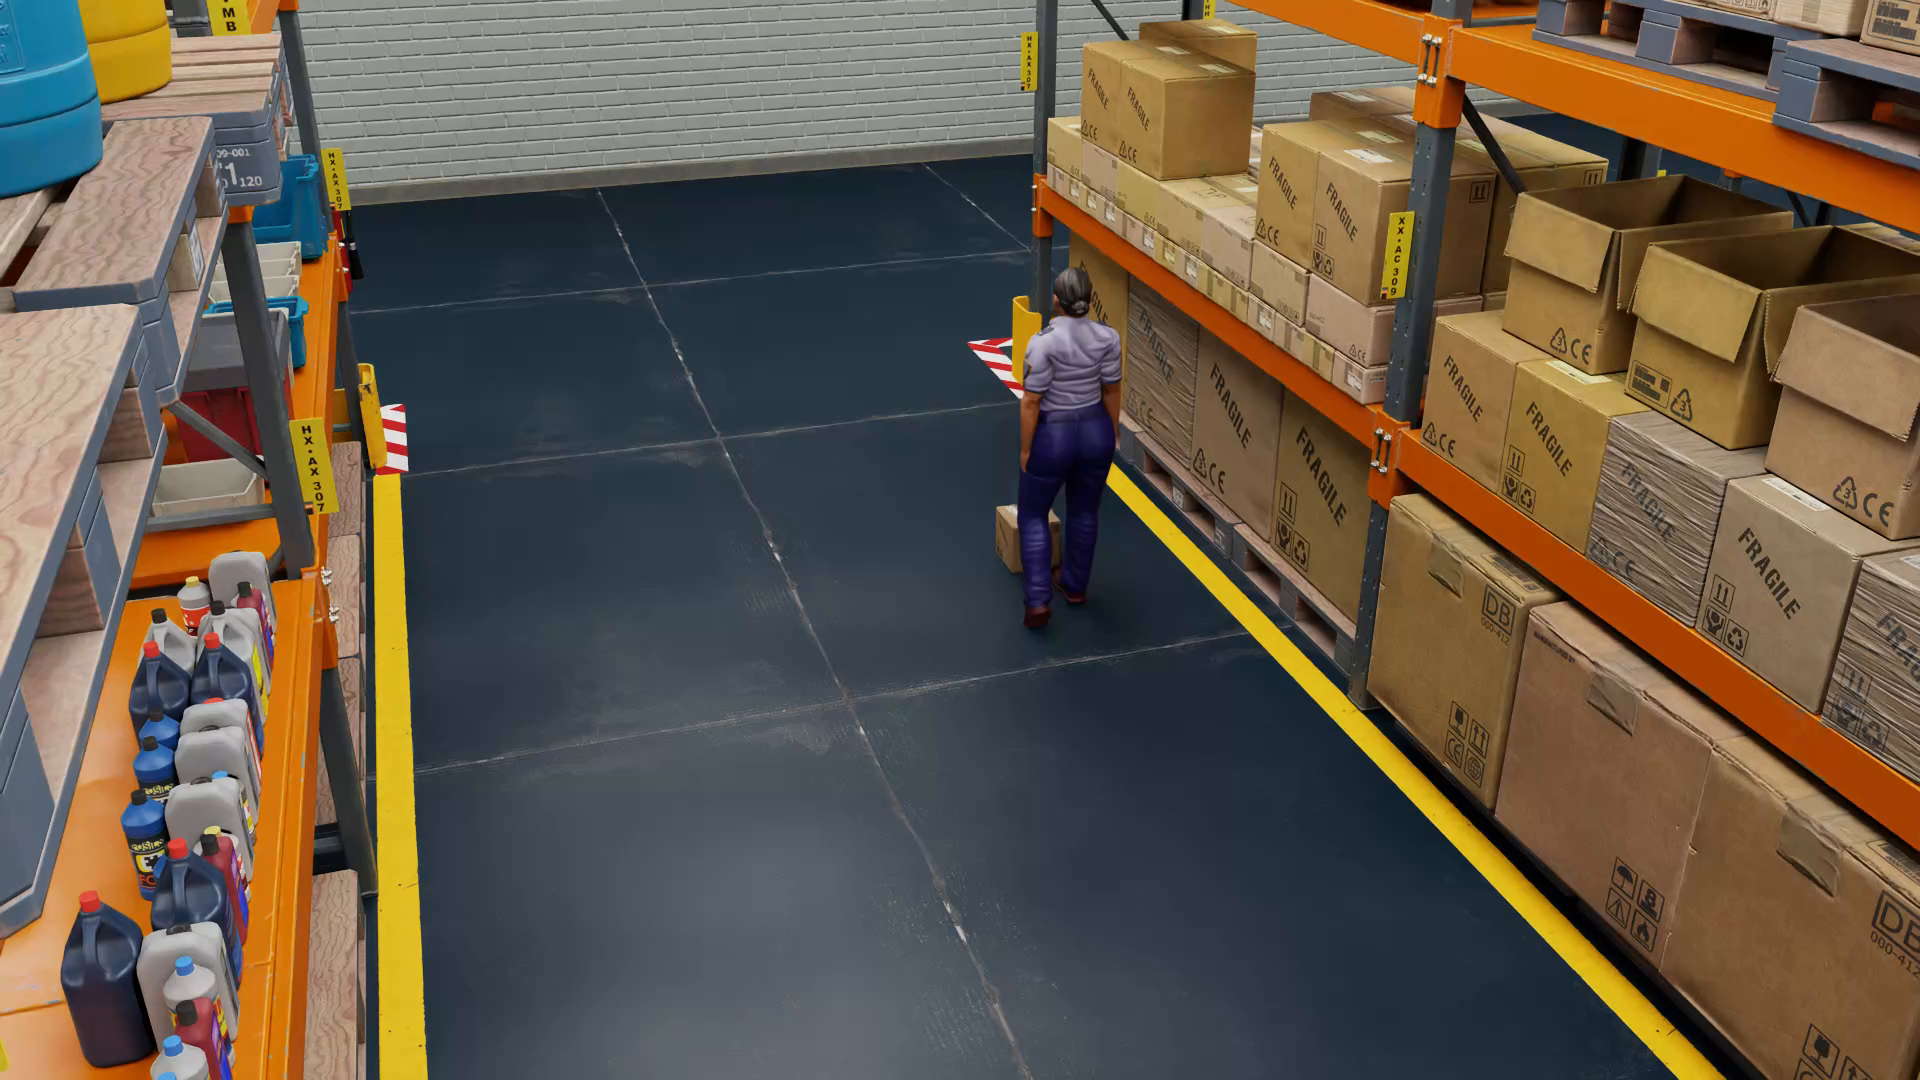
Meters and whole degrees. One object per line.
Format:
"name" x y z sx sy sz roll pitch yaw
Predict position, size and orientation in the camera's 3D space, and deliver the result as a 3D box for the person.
"person" 0.480 -0.401 7.524 0.492 1.703 0.488 -8 28 -16
